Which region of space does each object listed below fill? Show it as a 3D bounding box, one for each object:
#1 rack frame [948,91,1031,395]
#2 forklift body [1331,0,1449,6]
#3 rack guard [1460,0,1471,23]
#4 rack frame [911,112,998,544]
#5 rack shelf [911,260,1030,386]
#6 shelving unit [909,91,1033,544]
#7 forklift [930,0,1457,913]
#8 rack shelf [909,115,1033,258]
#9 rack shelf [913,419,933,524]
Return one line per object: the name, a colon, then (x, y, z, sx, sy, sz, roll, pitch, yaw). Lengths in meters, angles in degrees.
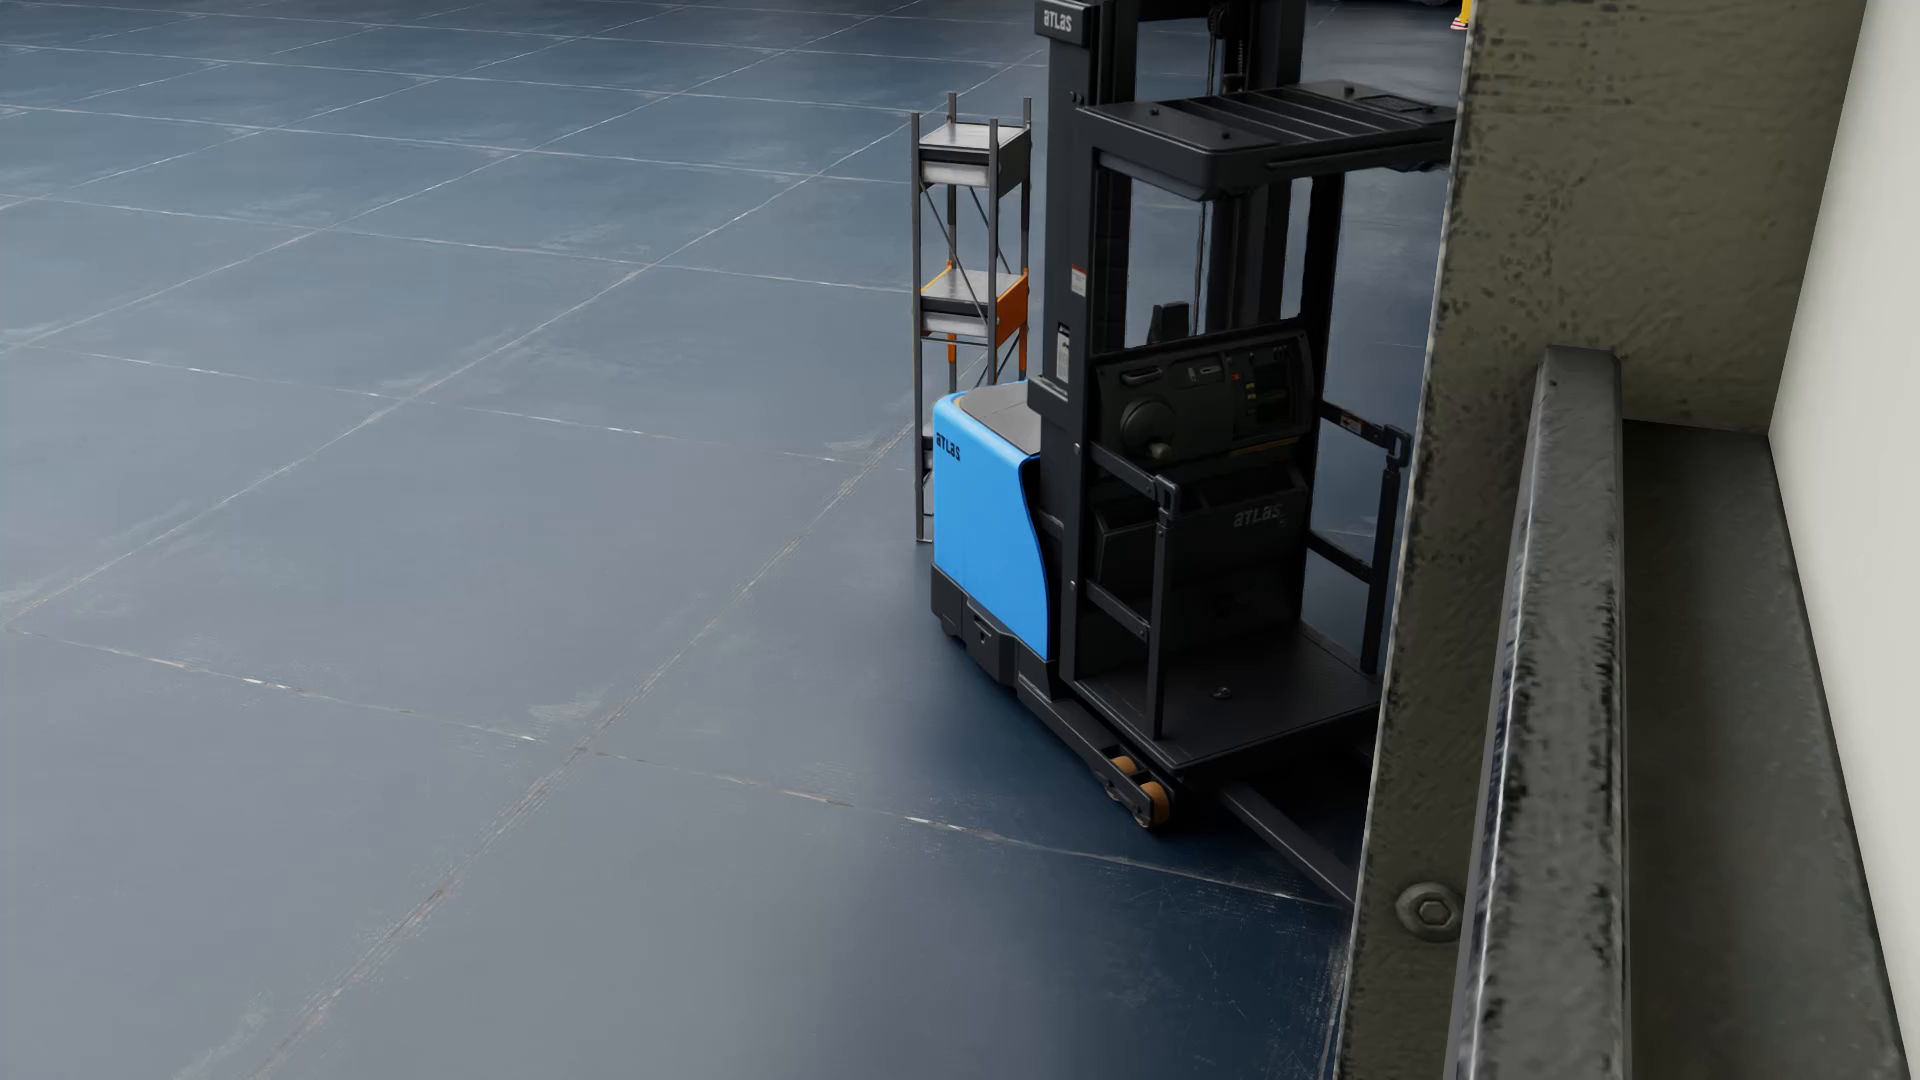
rack frame: (0.136, -1.113, 8.140, 0.400, 2.100, 0.015, 9, 27, 17)
forklift body: (6.460, -9.181, 24.744, 2.313, 2.155, 1.214, 9, 27, 17)
rack guard: (7.541, -7.384, 22.927, 1.175, 0.500, 0.348, 9, 27, 17)
rack frame: (-0.026, -0.913, 7.726, 0.400, 2.100, 0.015, 9, 27, 17)
rack shelf: (0.055, -1.001, 7.939, 0.431, 0.518, 0.480, 9, 27, 17)
shelving unit: (0.055, -1.013, 7.933, 0.431, 2.100, 0.503, 9, 27, 17)
forklift: (1.004, -0.492, 5.903, 1.130, 2.935, 3.031, -13, 29, -25)
rack shelf: (0.055, -1.631, 7.634, 0.431, 0.518, 0.480, 9, 27, 17)
rack shelf: (0.055, -0.371, 8.244, 0.431, 0.518, 0.480, 9, 27, 17)
